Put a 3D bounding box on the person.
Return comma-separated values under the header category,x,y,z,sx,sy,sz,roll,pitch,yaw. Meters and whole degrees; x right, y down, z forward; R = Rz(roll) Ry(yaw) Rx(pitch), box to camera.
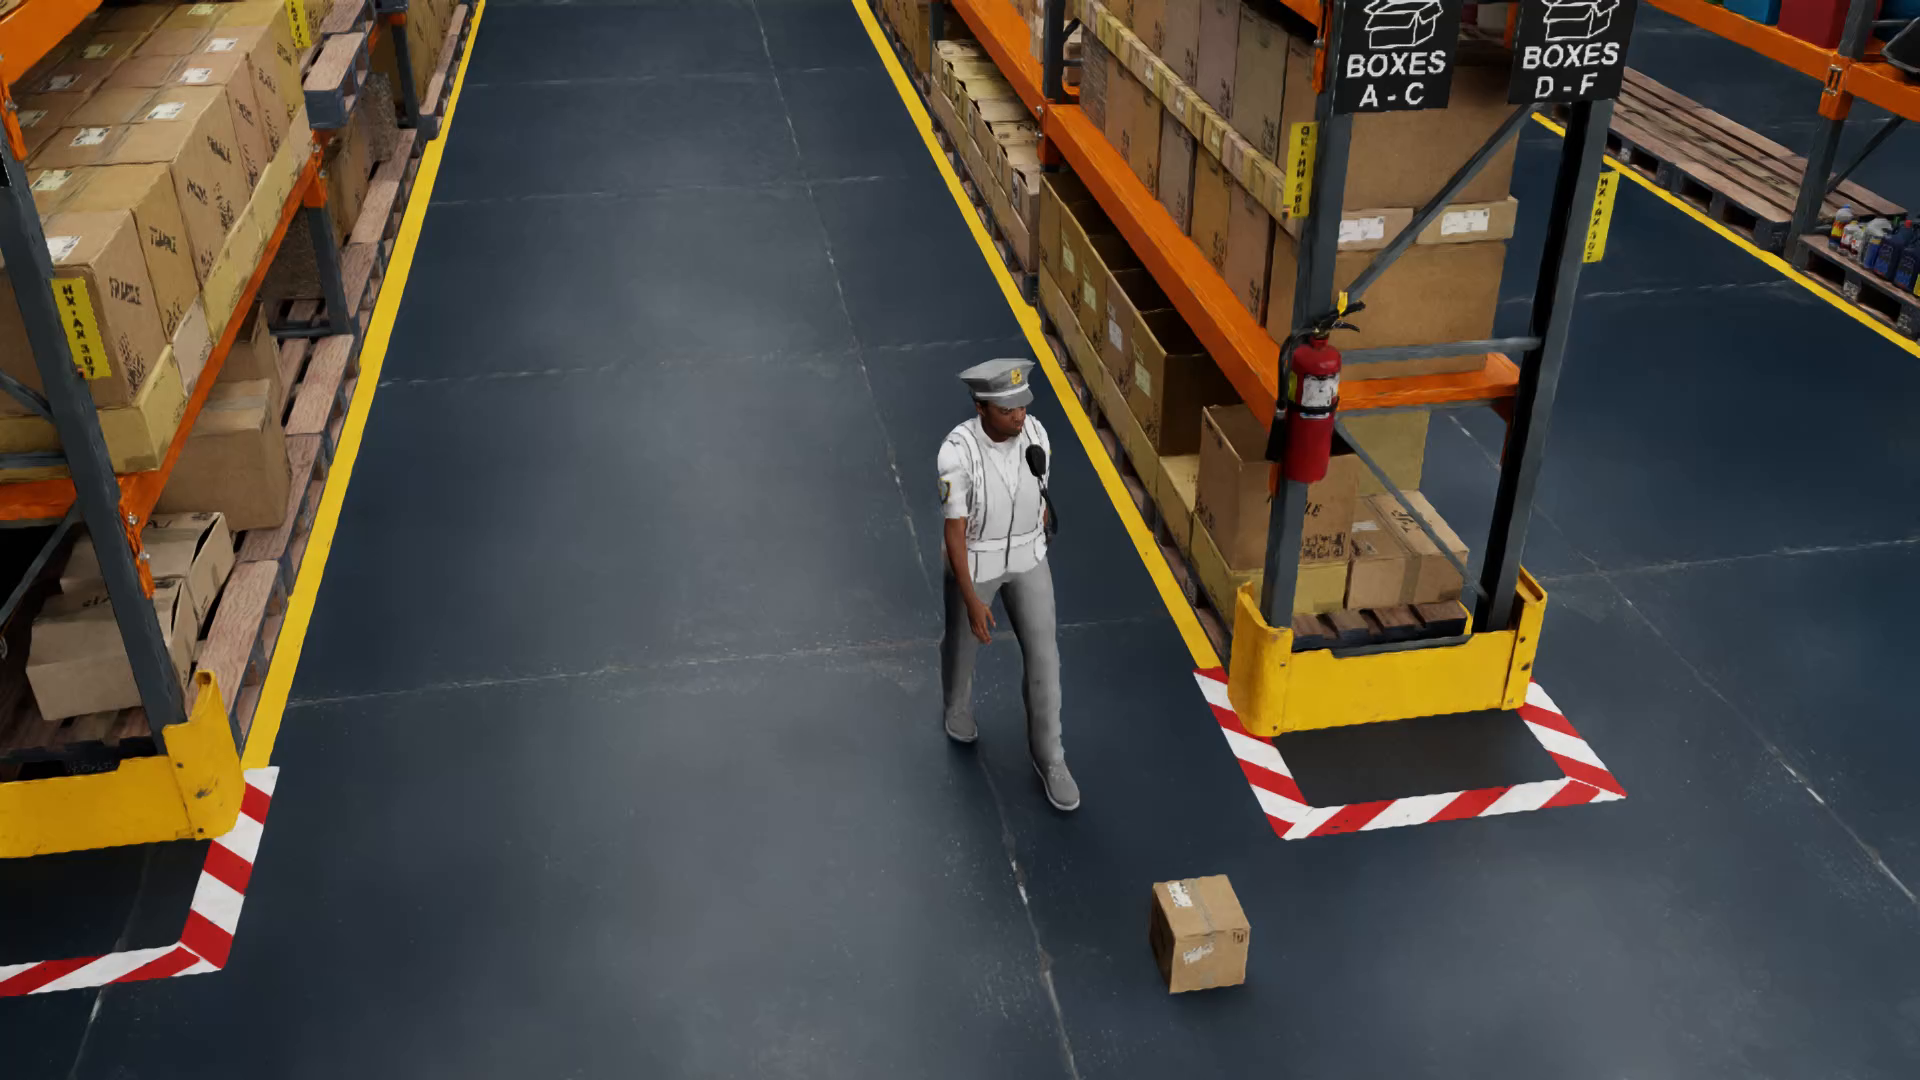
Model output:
category,x,y,z,sx,sy,sz,roll,pitch,yaw
person,0.143,0.115,5.907,0.451,1.651,0.792,-10,32,-16
